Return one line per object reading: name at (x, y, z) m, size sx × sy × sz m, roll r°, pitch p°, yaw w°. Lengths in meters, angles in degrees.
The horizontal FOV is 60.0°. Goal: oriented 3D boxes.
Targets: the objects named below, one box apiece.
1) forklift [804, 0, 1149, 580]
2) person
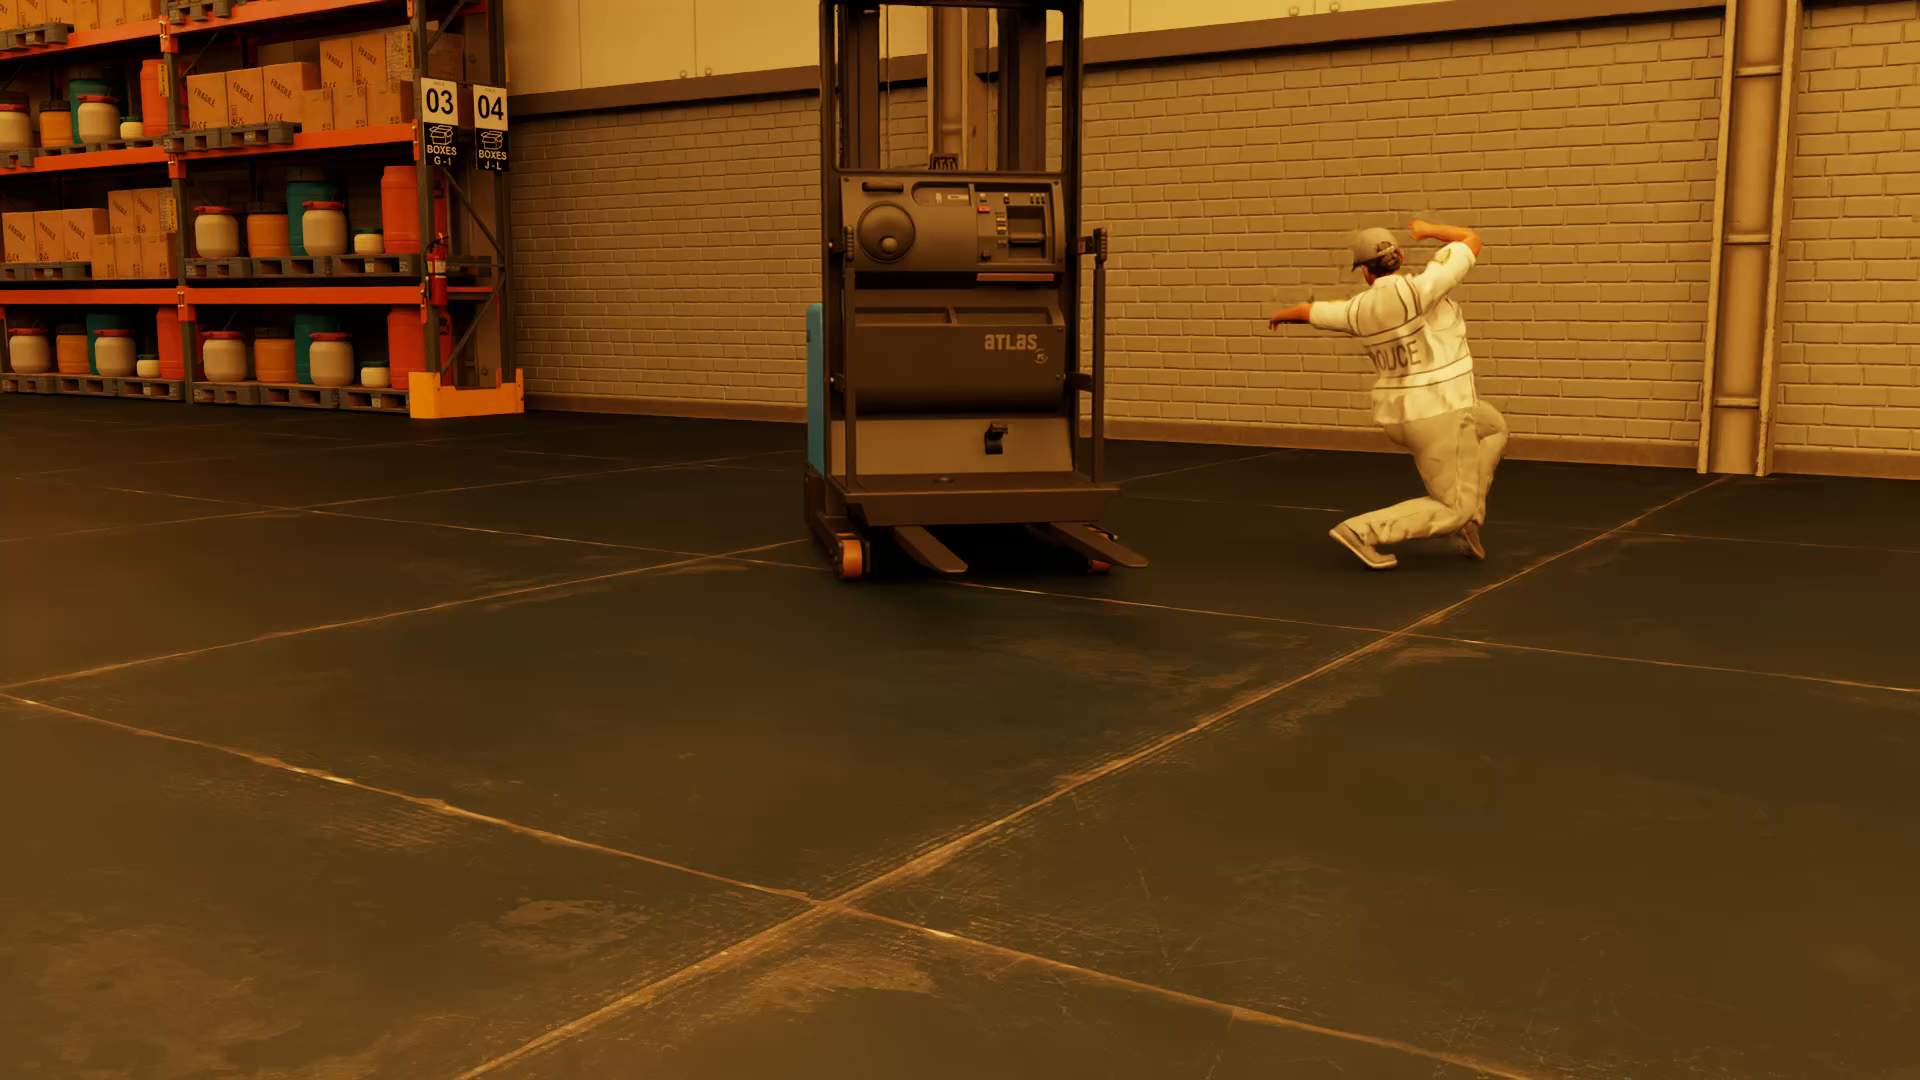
forklift at (0.014, -1.347, 6.667) m, size 1.130 × 2.935 × 3.031 m, roll -1°, pitch 8°, yaw -10°
person at (1.850, -0.618, 7.013) m, size 0.857 × 1.437 × 1.007 m, roll -2°, pitch 8°, yaw -17°
